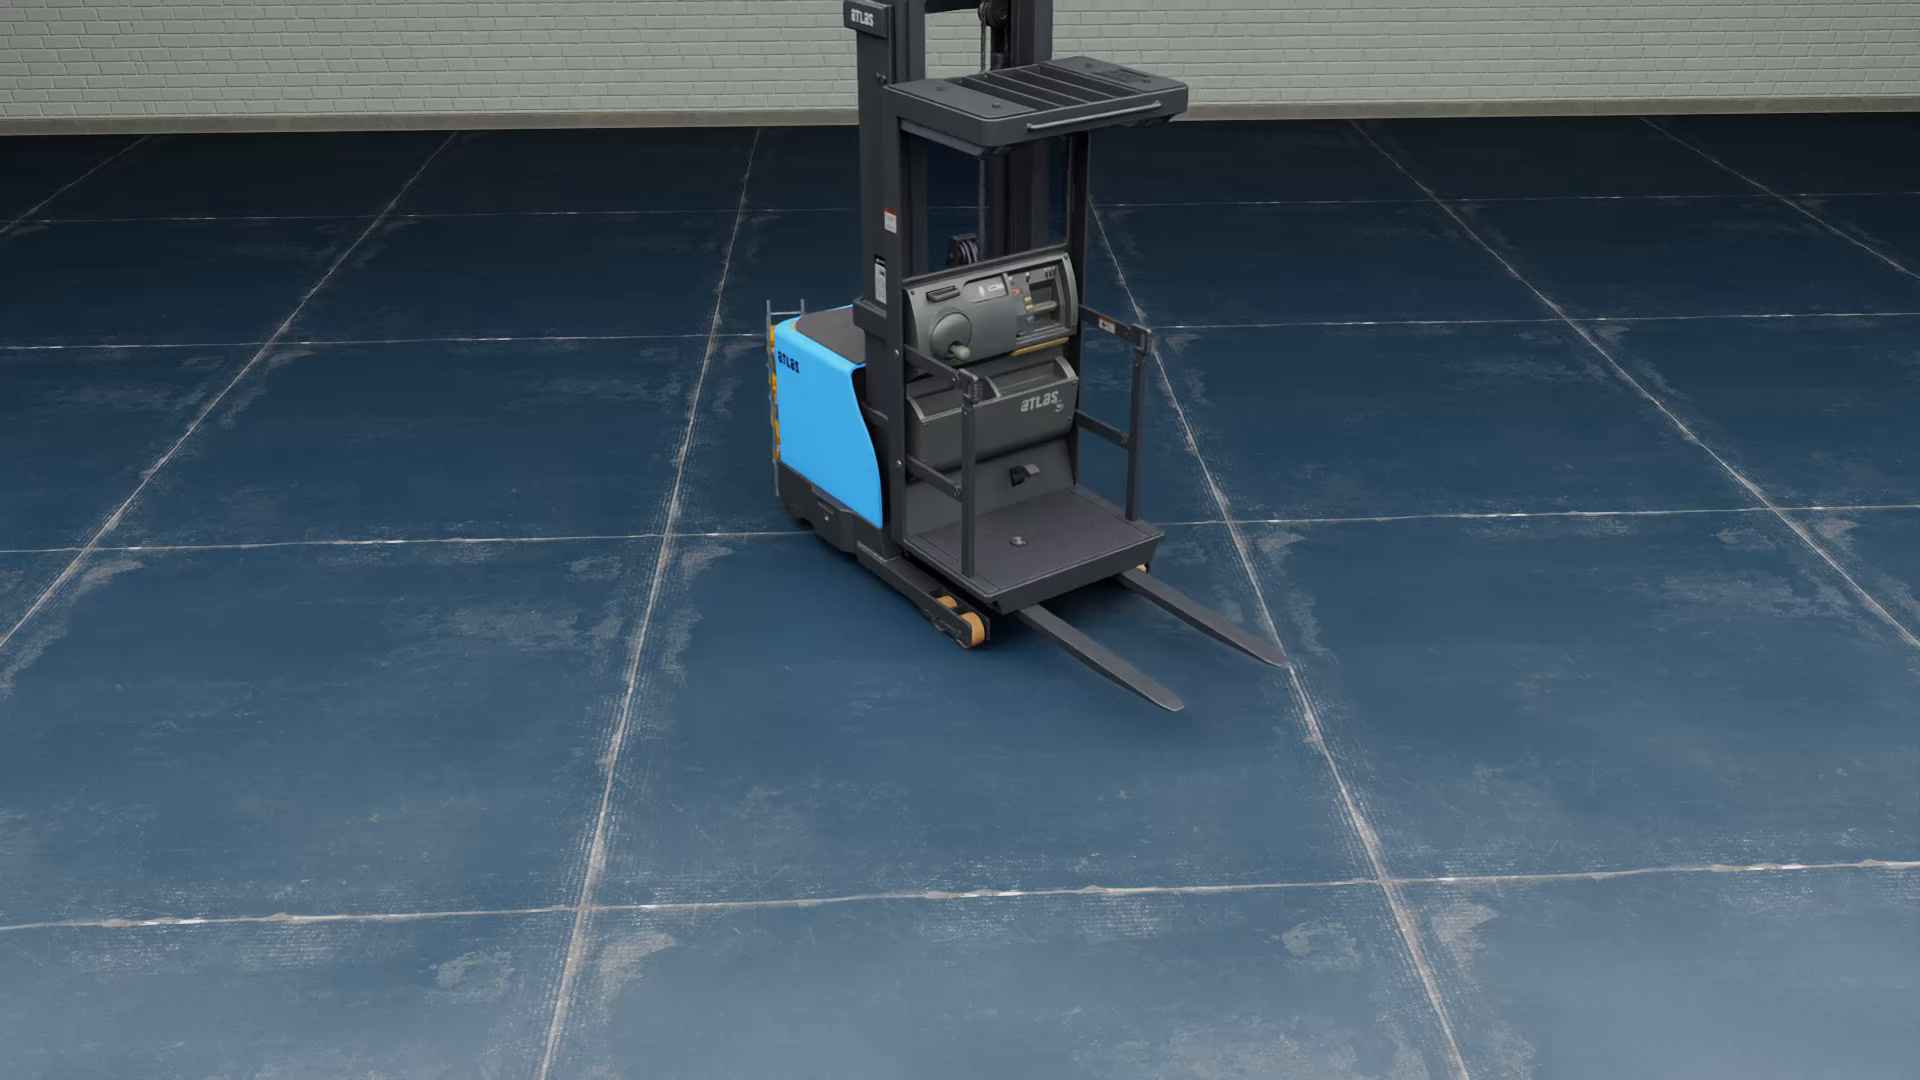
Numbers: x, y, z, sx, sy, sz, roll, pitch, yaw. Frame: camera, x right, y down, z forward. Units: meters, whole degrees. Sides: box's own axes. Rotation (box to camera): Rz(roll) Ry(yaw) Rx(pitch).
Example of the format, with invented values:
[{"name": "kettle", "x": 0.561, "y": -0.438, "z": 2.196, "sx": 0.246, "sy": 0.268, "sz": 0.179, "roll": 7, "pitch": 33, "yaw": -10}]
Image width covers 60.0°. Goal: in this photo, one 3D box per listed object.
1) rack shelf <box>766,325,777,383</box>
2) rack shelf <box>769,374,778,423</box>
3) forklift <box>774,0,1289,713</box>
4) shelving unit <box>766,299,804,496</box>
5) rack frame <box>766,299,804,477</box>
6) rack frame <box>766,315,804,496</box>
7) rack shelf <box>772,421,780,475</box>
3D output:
[{"name": "rack shelf", "x": -0.931, "y": -1.014, "z": 8.968, "sx": 0.215, "sy": 0.259, "sz": 0.240, "roll": -2, "pitch": 28, "yaw": -5}, {"name": "rack shelf", "x": -0.931, "y": -0.762, "z": 9.099, "sx": 0.215, "sy": 0.259, "sz": 0.240, "roll": -2, "pitch": 28, "yaw": -5}, {"name": "forklift", "x": 0.285, "y": -1.048, "z": 7.591, "sx": 1.130, "sy": 2.935, "sz": 3.031, "roll": -18, "pitch": 33, "yaw": -31}, {"name": "shelving unit", "x": -0.931, "y": -0.772, "z": 9.094, "sx": 0.215, "sy": 1.050, "sz": 0.252, "roll": -2, "pitch": 28, "yaw": -5}, {"name": "rack frame", "x": -0.942, "y": -0.828, "z": 9.202, "sx": 0.200, "sy": 1.050, "sz": 0.008, "roll": -2, "pitch": 28, "yaw": -5}, {"name": "rack frame", "x": -0.920, "y": -0.715, "z": 8.986, "sx": 0.200, "sy": 1.050, "sz": 0.008, "roll": -2, "pitch": 28, "yaw": -5}, {"name": "rack shelf", "x": -0.931, "y": -0.516, "z": 9.228, "sx": 0.215, "sy": 0.259, "sz": 0.240, "roll": -2, "pitch": 28, "yaw": -5}]
